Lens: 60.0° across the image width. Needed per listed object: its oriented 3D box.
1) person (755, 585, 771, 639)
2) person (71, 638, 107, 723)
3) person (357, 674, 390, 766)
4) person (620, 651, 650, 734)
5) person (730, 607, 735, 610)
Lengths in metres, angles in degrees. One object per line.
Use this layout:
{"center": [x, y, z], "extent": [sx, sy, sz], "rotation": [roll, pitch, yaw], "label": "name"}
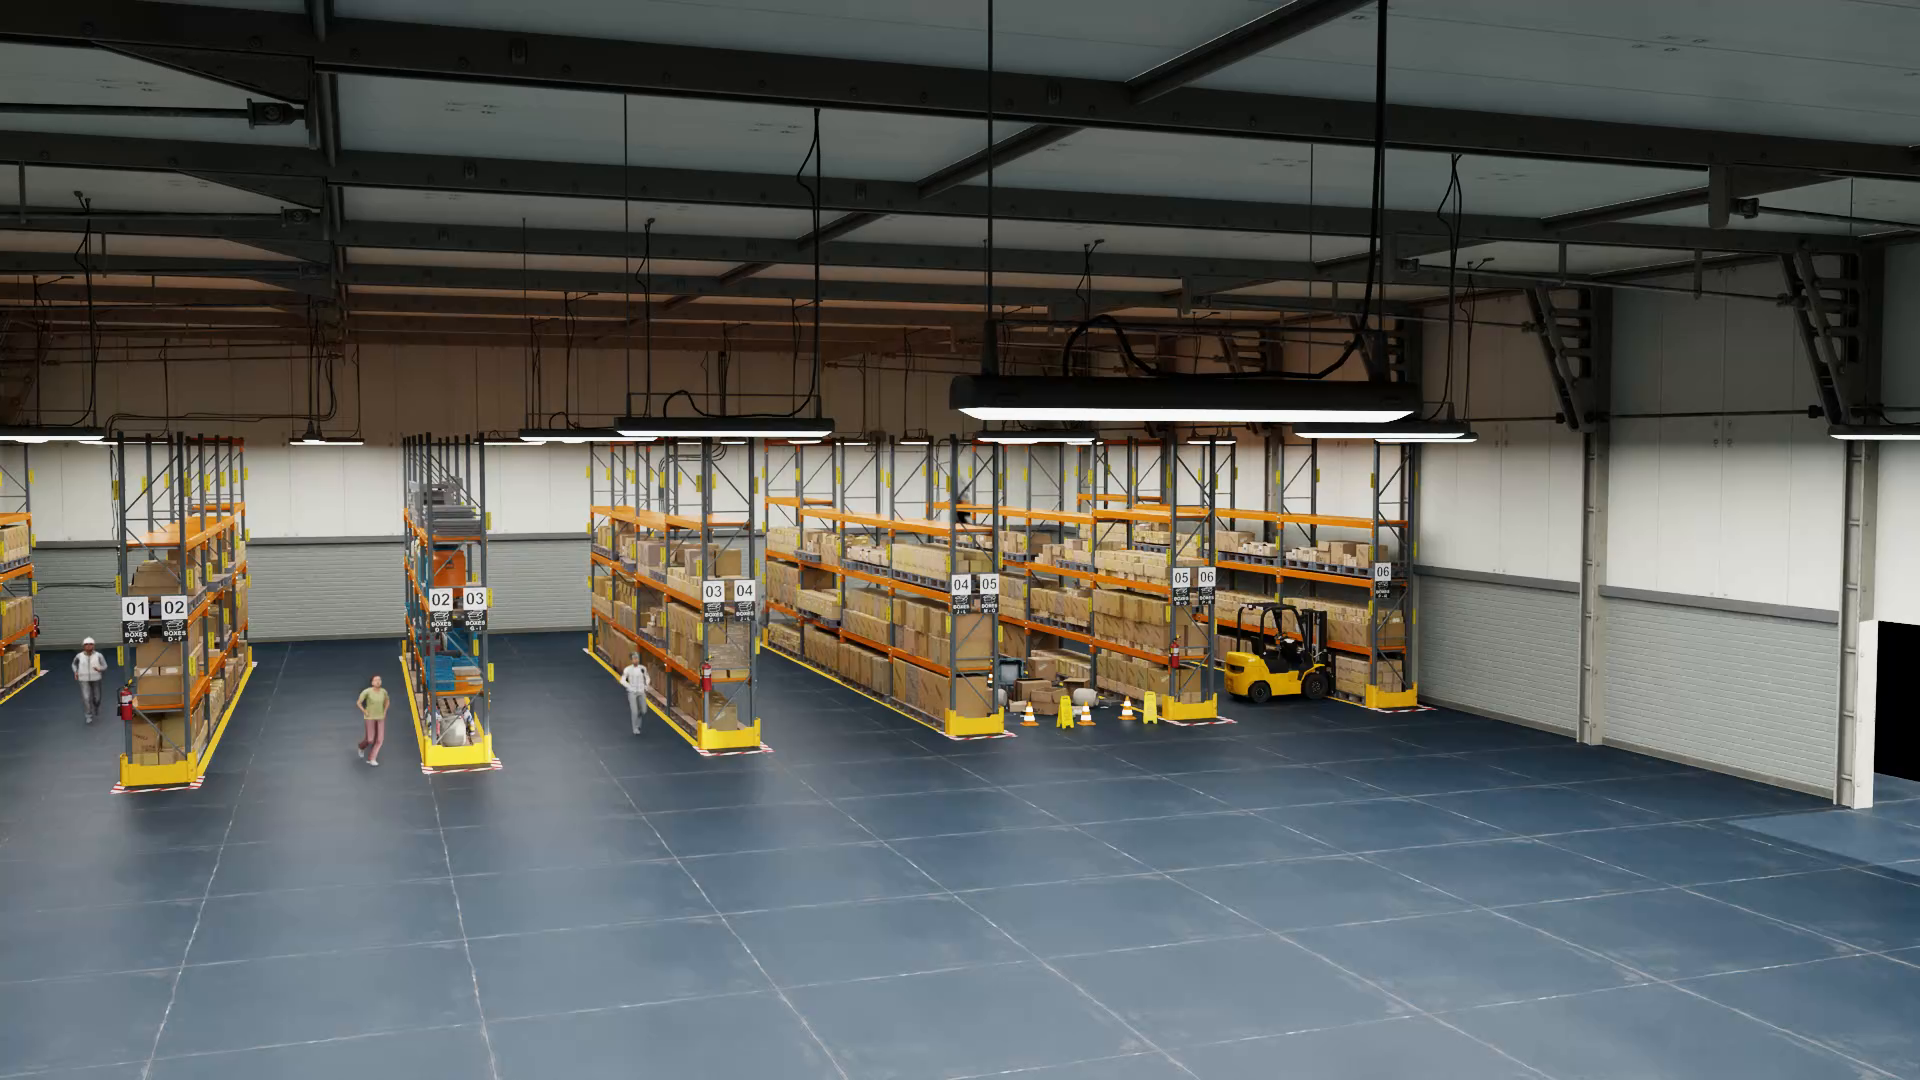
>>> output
{"center": [-5.863, 2.118, 49.591], "extent": [0.810, 1.723, 0.731], "rotation": [0, 3, -2], "label": "person"}
{"center": [-18.204, 2.922, 34.776], "extent": [0.670, 1.745, 0.860], "rotation": [-2, 4, -28], "label": "person"}
{"center": [-10.639, 3.243, 30.203], "extent": [0.602, 1.629, 0.595], "rotation": [-3, 4, -40], "label": "person"}
{"center": [-6.481, 3.050, 33.298], "extent": [0.612, 1.648, 0.558], "rotation": [-1, 3, -24], "label": "person"}
{"center": [-6.553, 2.264, 47.403], "extent": [0.731, 1.753, 0.649], "rotation": [0, 3, 2], "label": "person"}
